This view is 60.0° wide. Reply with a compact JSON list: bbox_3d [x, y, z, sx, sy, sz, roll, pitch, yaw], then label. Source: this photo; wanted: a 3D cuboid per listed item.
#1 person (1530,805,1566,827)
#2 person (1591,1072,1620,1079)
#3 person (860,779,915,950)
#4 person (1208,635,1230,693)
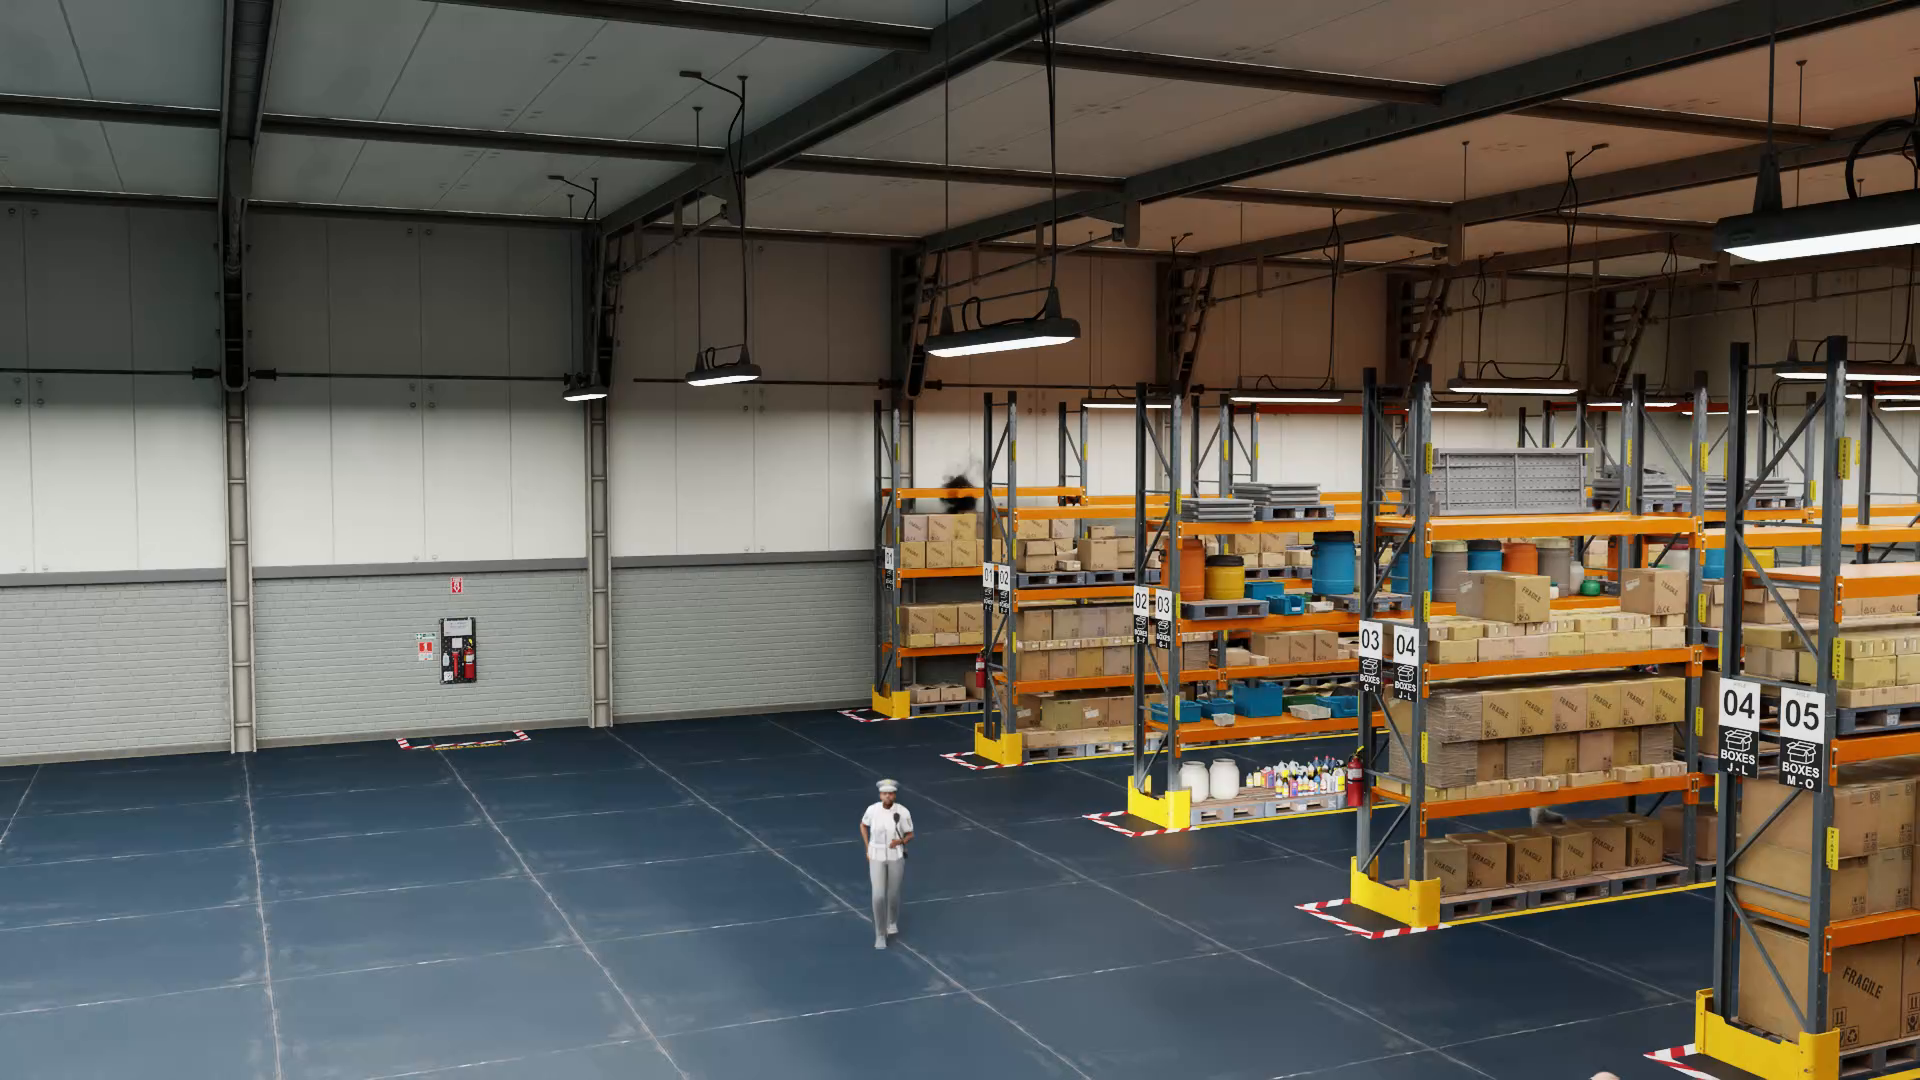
[{"bbox_3d":[7.430,3.131,21.019,0.791,1.654,0.565,-2,4,-30],"label":"person"},{"bbox_3d":[3.434,3.744,8.868,0.685,1.831,0.832,1,4,19],"label":"person"},{"bbox_3d":[-0.751,3.336,17.182,0.564,1.763,0.663,0,3,-2],"label":"person"},{"bbox_3d":[4.810,2.555,30.700,0.560,1.641,0.614,-2,4,-27],"label":"person"}]
